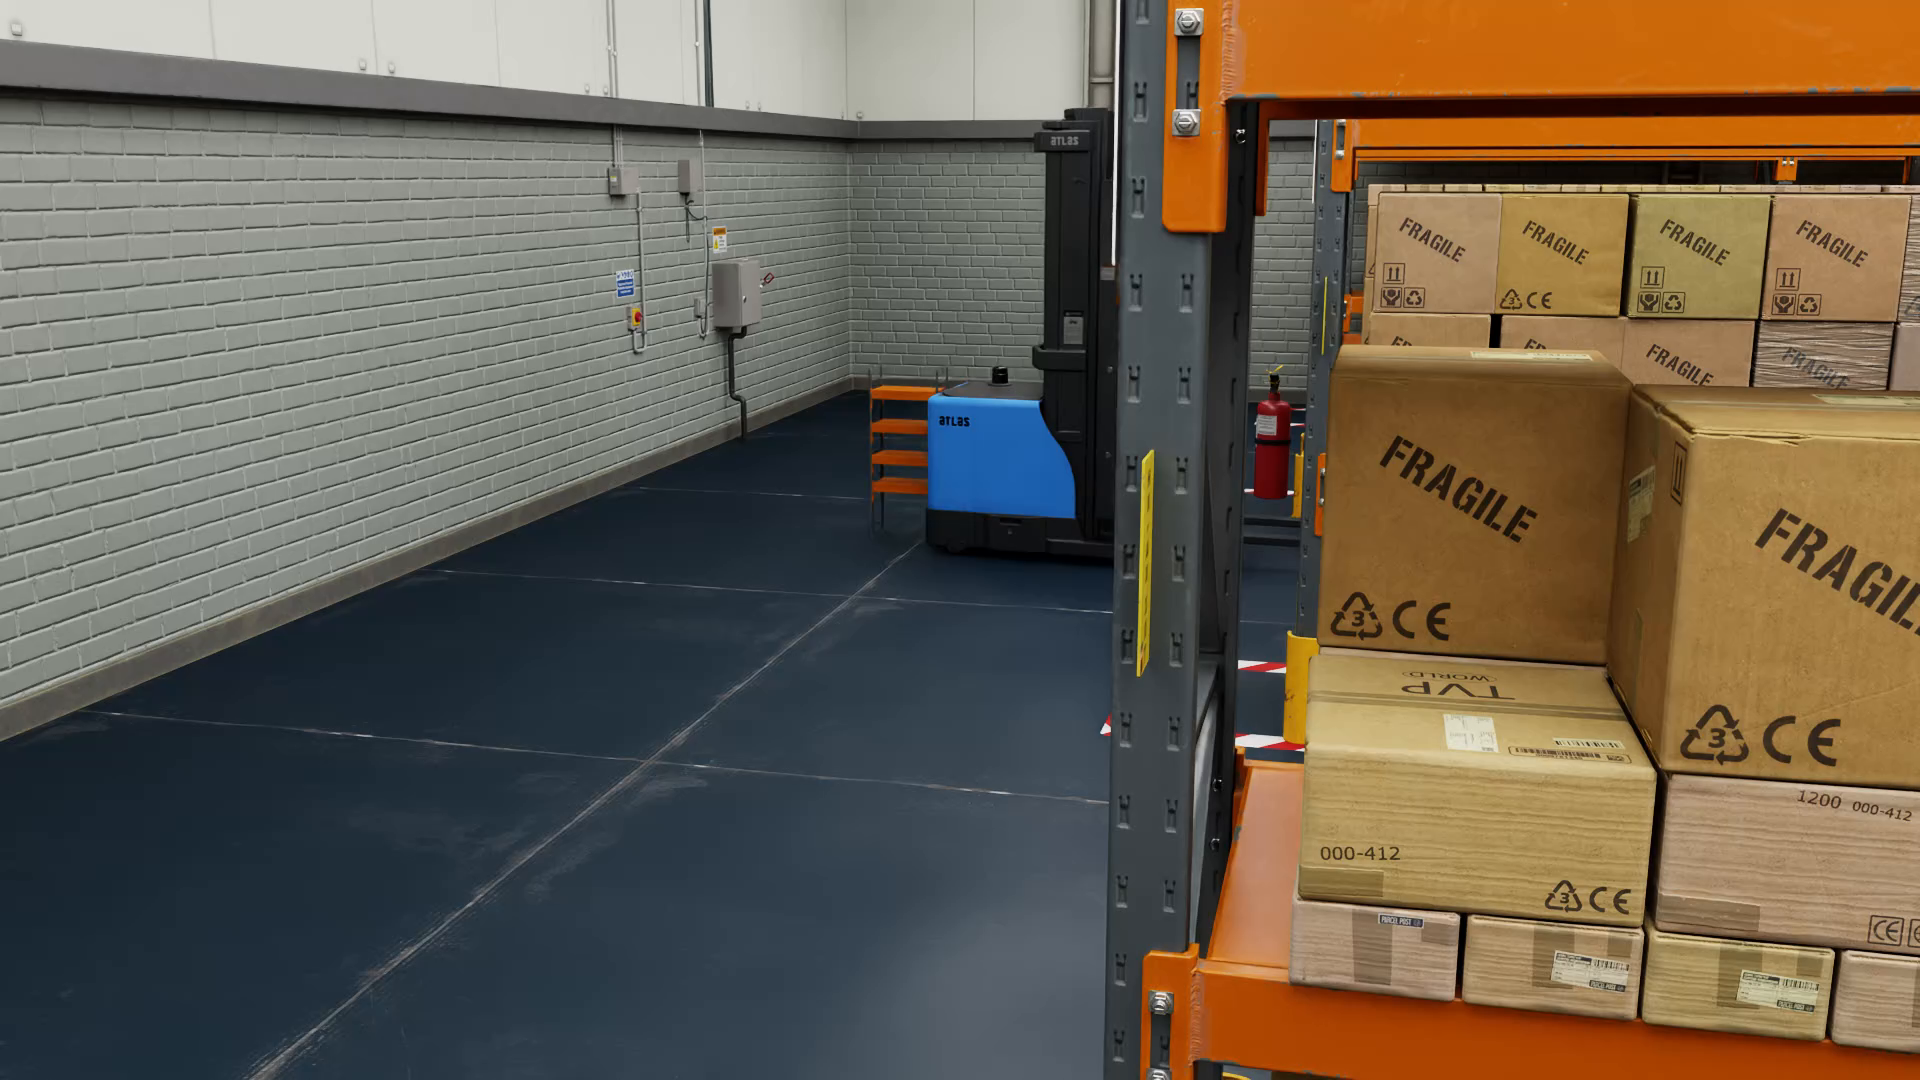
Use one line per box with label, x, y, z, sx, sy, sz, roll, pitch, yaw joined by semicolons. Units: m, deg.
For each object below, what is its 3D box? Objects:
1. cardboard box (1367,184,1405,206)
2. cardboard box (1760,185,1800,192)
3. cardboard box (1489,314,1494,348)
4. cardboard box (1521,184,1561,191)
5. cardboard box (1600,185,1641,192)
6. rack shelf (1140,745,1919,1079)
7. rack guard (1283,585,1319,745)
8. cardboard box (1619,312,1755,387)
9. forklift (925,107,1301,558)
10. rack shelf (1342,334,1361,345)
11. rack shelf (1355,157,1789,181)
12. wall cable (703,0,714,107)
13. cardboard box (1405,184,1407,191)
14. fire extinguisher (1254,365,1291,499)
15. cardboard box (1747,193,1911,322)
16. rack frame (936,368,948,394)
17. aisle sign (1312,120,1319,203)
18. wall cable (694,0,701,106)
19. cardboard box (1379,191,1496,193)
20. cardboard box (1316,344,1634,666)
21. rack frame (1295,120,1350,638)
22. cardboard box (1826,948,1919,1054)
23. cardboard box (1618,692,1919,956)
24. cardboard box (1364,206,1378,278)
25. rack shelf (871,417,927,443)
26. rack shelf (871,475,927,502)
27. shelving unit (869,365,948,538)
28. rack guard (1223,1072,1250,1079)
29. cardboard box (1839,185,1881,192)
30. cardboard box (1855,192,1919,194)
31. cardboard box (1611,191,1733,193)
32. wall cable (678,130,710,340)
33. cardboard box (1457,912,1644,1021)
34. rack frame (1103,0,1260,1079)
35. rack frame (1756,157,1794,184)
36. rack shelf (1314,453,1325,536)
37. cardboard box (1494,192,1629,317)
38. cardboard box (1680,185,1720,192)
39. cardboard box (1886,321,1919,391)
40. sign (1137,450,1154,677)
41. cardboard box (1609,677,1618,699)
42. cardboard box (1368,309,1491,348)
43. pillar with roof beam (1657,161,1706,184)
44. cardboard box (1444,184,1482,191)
cardboard box;3.067;-2.481;11.956;0.250;0.149;0.380;3;13;15
cardboard box;5.577;-2.360;11.410;0.250;0.149;0.380;3;13;13
cardboard box;2.698;-0.855;7.746;0.500;0.500;0.500;3;13;13
cardboard box;4.091;-2.433;11.737;0.250;0.149;0.380;3;13;14
cardboard box;4.563;-2.392;11.553;0.250;0.149;0.380;3;13;12
rack shelf;2.356;0.835;2.708;4.000;0.370;1.077;3;13;14
rack guard;1.775;0.566;8.028;0.348;0.500;1.175;3;13;14
cardboard box;3.069;-0.720;7.138;0.500;0.500;0.500;3;13;14
forklift;1.340;-1.345;11.030;3.031;2.935;1.130;4;13;17
rack shelf;4.731;-1.249;12.101;4.000;0.370;1.077;3;13;14
rack shelf;5.916;-3.758;16.481;4.000;0.370;1.077;3;13;14
wall cable;-1.914;-5.629;16.244;0.133;3.039;2.988;3;13;14
cardboard box;3.438;-2.573;12.371;0.250;0.149;0.380;3;13;15
fire extinguisher;1.567;-0.549;8.320;0.183;0.674;0.296;3;13;14
cardboard box;3.560;-1.179;6.897;0.500;0.500;0.500;3;13;12
rack frame;-0.125;-0.595;11.647;0.015;1.200;0.240;4;13;17
aisle sign;1.558;-1.868;7.226;0.004;0.787;0.394;3;13;14
wall cable;-2.618;-5.027;13.617;0.029;3.000;2.355;3;13;14
cardboard box;2.205;-1.369;7.753;0.500;0.500;0.500;3;13;12
cardboard box;0.951;-0.089;3.136;0.500;0.500;0.500;3;13;14
rack frame;1.701;-0.658;7.775;0.127;3.000;1.000;3;13;14
cardboard box;1.432;0.630;2.551;0.250;0.149;0.380;3;13;13
cardboard box;1.322;0.415;2.598;0.500;0.250;0.500;3;13;13
cardboard box;3.187;-2.157;11.989;0.500;0.500;0.500;3;13;12
rack shelf;-0.358;-0.764;11.684;0.480;0.148;0.258;4;13;17
rack shelf;-0.358;-0.352;11.776;0.480;0.148;0.258;4;13;17
shelving unit;-0.358;-0.611;11.718;0.503;1.200;0.258;4;13;17
rack guard;0.391;1.599;3.374;0.348;0.500;1.175;3;13;14
cardboard box;6.067;-2.336;11.301;0.250;0.149;0.380;3;13;15
cardboard box;4.216;-1.264;7.279;0.500;0.500;0.500;3;13;14
cardboard box;3.204;-1.318;7.521;0.500;0.500;0.500;4;13;16
wall cable;-2.363;-2.787;15.024;0.122;1.984;0.588;3;13;14
cardboard box;0.930;0.603;2.670;0.250;0.149;0.380;3;13;13
rack frame;0.415;0.379;3.101;0.053;2.616;0.949;3;13;14
rack frame;7.858;-2.541;16.261;0.127;3.000;1.000;3;13;14
rack shelf;3.643;-0.203;7.385;4.000;0.370;1.077;3;13;14
cardboard box;2.565;-1.236;7.155;0.500;0.500;0.500;3;13;15
cardboard box;5.071;-2.379;11.495;0.250;0.149;0.380;3;13;12
cardboard box;4.061;-0.664;6.882;0.500;0.500;0.500;3;13;13
sign;0.276;0.035;2.471;0.005;0.325;0.100;3;13;14
cardboard box;1.441;0.303;3.101;0.500;0.250;0.500;3;13;13
cardboard box;2.071;-0.771;7.365;0.500;0.500;0.500;4;13;16
pillar with roof beam;6.367;-4.790;12.548;0.400;9.000;9.100;3;13;14
cardboard box;3.564;-2.445;11.792;0.250;0.149;0.380;3;13;15
